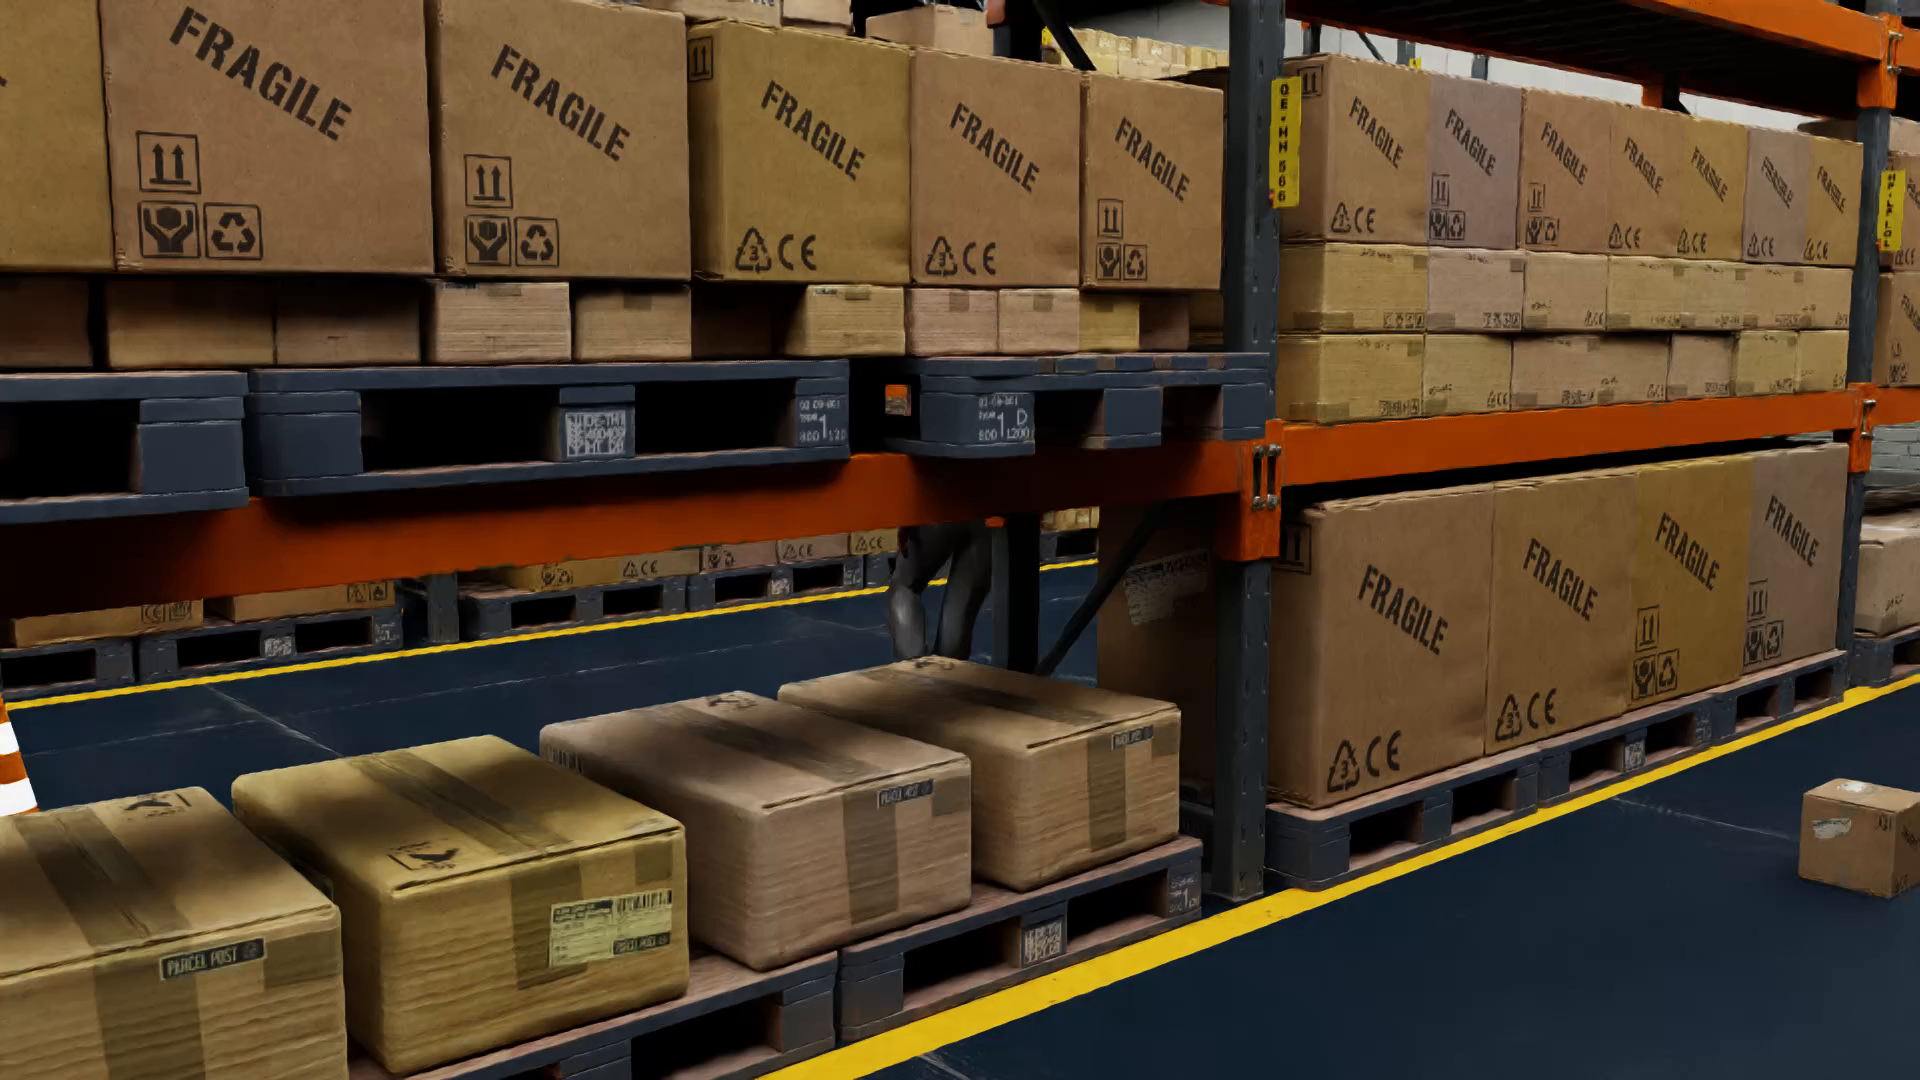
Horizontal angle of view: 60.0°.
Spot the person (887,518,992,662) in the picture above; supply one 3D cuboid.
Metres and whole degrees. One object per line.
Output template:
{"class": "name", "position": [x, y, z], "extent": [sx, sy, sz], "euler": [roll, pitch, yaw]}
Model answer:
{"class": "person", "position": [-0.005, -0.063, 6.300], "extent": [0.629, 1.611, 0.494], "euler": [-1, 8, -9]}
